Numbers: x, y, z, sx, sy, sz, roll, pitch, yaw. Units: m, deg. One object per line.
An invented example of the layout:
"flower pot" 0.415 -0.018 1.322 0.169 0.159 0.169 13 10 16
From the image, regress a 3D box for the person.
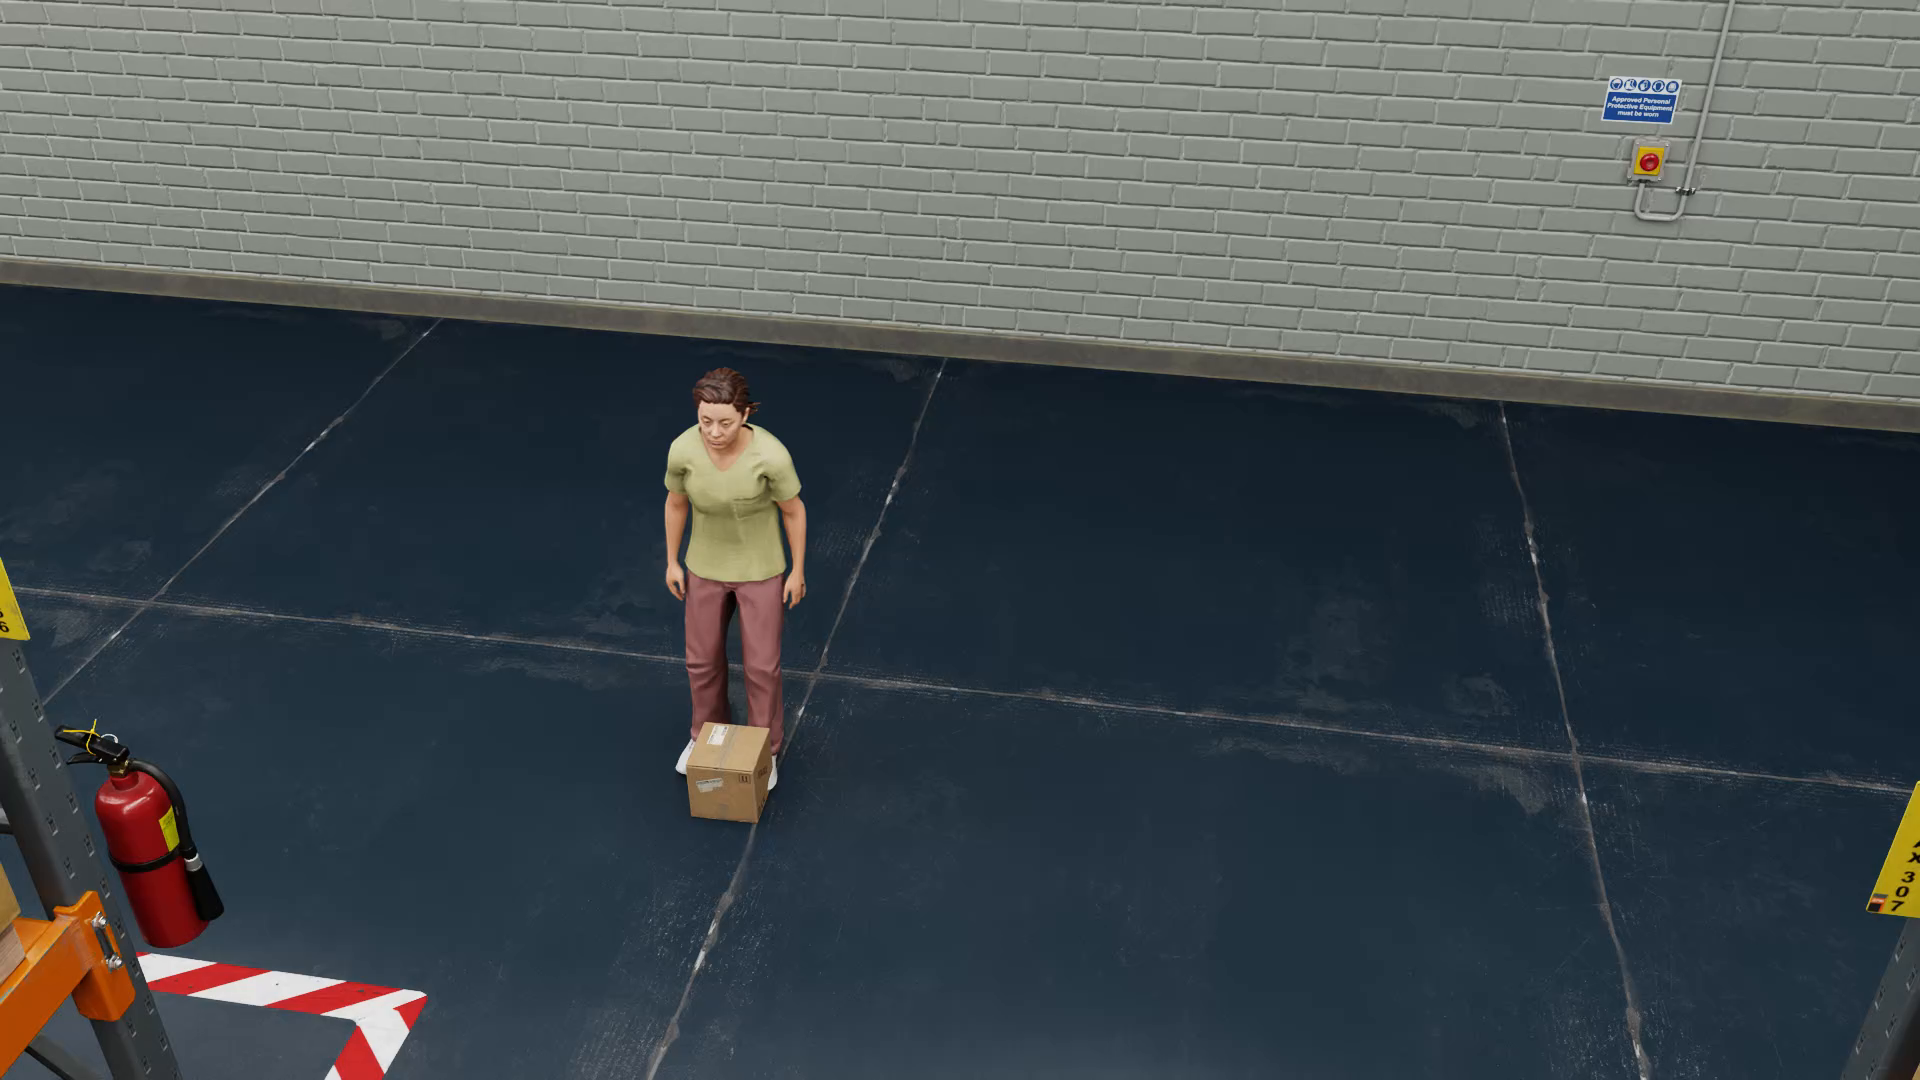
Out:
"person" -0.807 0.139 5.920 0.517 1.673 0.407 4 33 6
